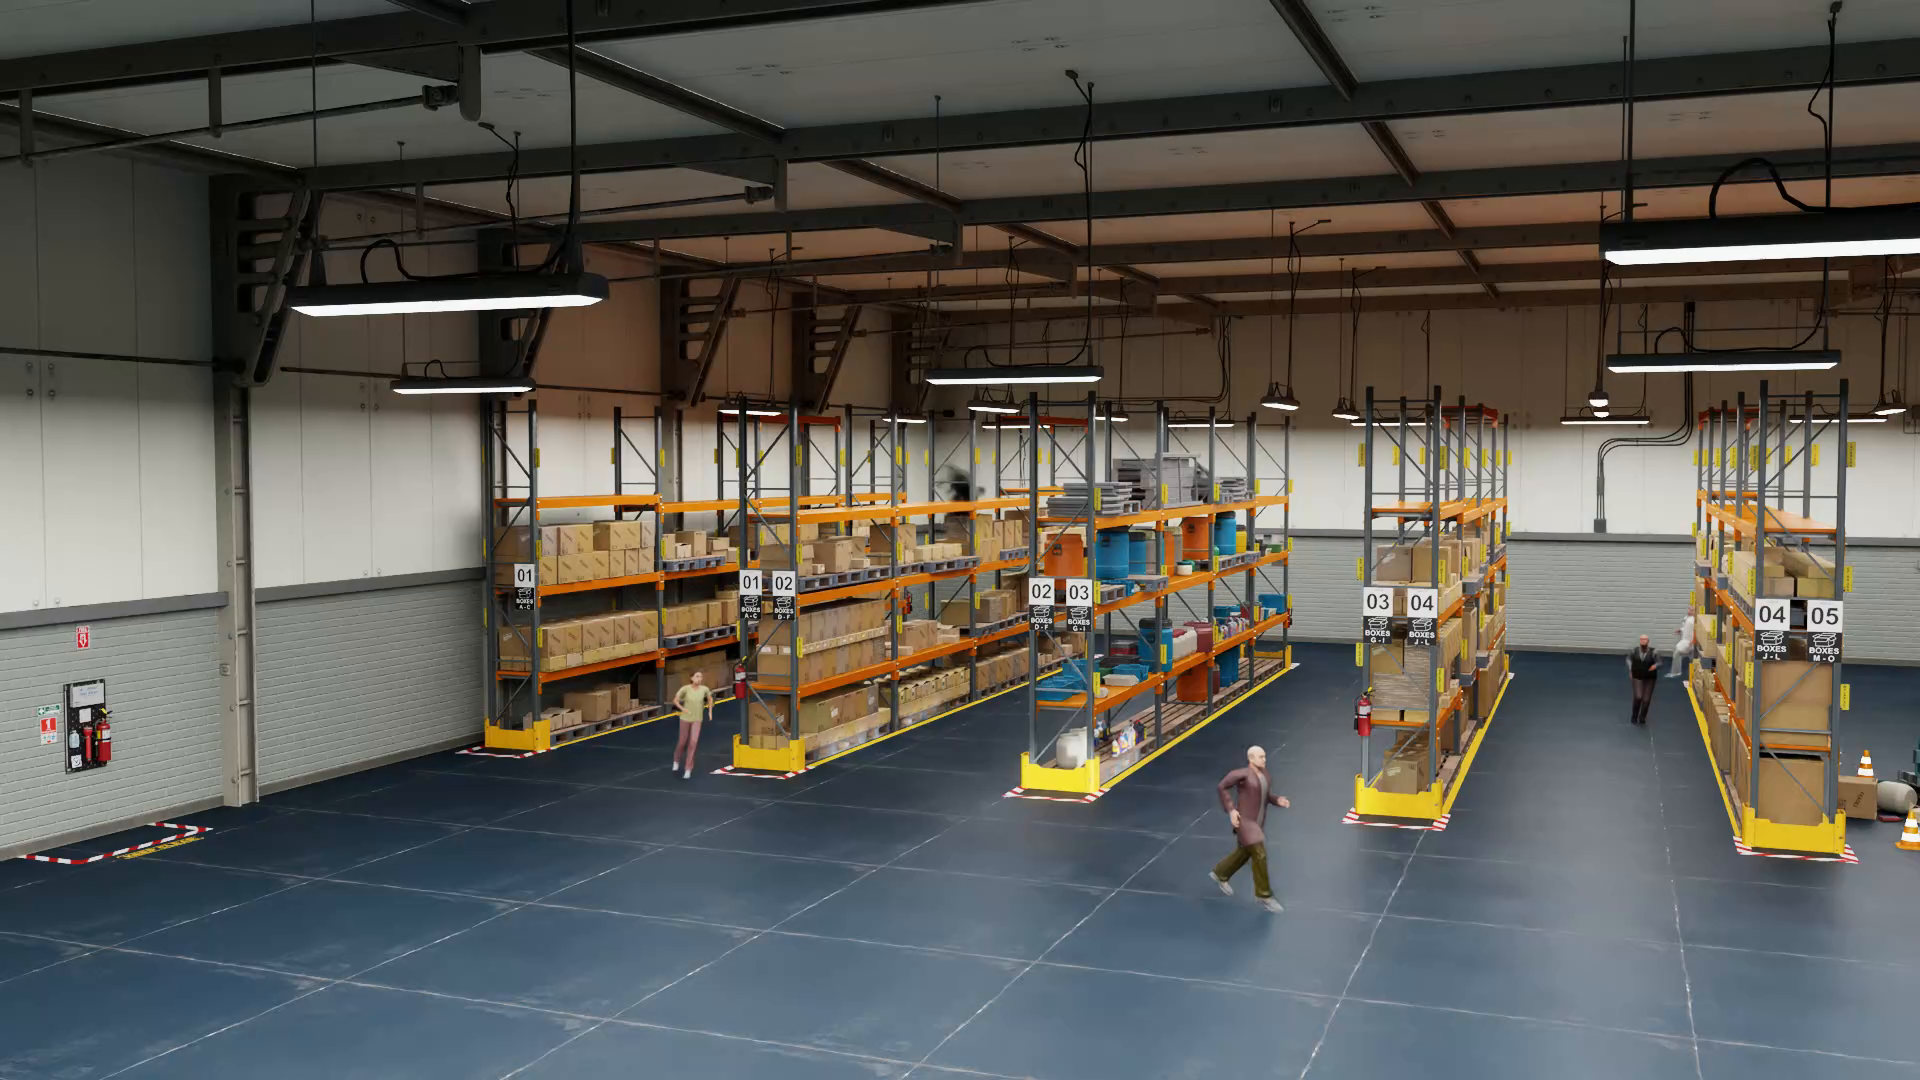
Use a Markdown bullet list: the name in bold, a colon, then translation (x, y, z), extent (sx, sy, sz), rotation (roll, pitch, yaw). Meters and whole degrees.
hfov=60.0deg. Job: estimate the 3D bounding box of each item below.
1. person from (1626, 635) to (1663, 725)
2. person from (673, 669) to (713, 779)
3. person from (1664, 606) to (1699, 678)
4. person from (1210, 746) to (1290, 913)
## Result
- **person**: translation (12.775, 2.619, 31.052), extent (0.636, 1.699, 0.660), rotation (1, 3, 22)
- **person**: translation (-4.198, 2.862, 26.241), extent (0.636, 1.664, 0.878), rotation (-1, 3, -15)
- **person**: translation (16.468, 2.299, 37.718), extent (0.925, 1.730, 0.841), rotation (2, 3, 32)
- **person**: translation (3.214, 3.192, 18.642), extent (1.026, 1.804, 0.649), rotation (2, 4, 41)
